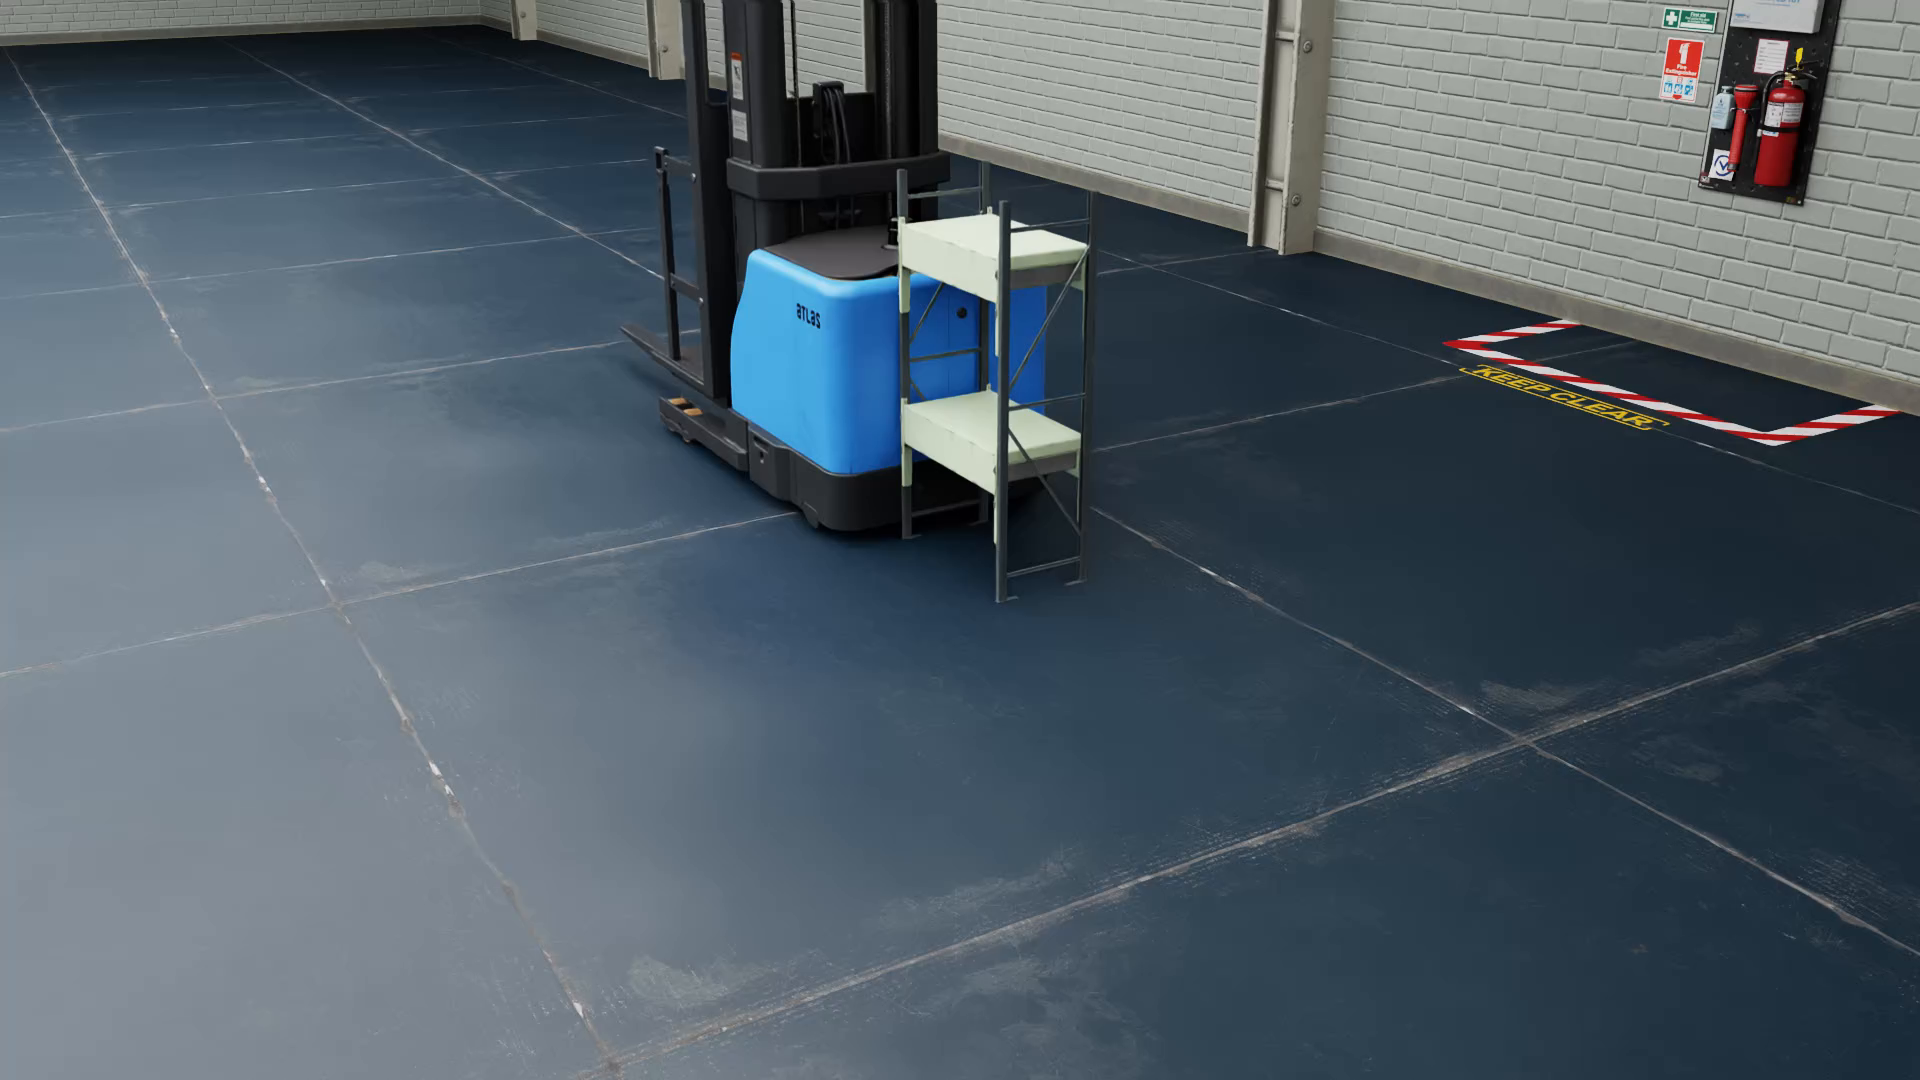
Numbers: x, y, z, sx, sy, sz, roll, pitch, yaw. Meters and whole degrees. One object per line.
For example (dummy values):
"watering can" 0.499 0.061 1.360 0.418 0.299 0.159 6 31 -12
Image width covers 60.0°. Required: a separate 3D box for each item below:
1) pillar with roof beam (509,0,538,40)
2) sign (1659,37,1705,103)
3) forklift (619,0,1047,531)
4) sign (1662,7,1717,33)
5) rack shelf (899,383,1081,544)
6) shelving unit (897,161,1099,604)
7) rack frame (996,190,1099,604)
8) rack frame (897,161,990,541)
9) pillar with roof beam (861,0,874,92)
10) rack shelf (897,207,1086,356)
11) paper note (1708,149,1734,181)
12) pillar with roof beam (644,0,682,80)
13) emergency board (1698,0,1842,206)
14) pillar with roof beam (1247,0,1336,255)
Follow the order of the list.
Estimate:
"pillar with roof beam" -10.578 -11.277 22.606 9.100 9.000 0.400 -13 25 -28
"sign" 3.960 -2.580 9.127 0.001 0.329 0.234 -13 25 -28
"forklift" -0.809 -1.902 7.598 1.130 2.935 3.031 -13 25 -28
"sign" 3.954 -2.822 9.019 0.001 0.109 0.331 -13 25 -28
"rack shelf" 0.126 -0.313 6.454 0.431 0.370 0.720 -13 25 -28
"shelving unit" 0.126 -0.615 6.332 0.431 1.500 0.755 -13 25 -28
"rack frame" 0.312 -0.496 6.040 0.400 1.500 0.023 -13 25 -28
"rack frame" -0.060 -0.733 6.623 0.400 1.500 0.023 -13 25 -28
"pillar with roof beam" -4.448 -7.393 13.049 9.100 9.000 0.400 -13 25 -28
"rack shelf" 0.126 -0.976 6.185 0.431 0.370 0.720 -13 25 -28
"paper note" 4.122 -2.027 8.984 0.016 0.148 0.142 -13 25 -28
"pillar with roof beam" -7.513 -9.335 17.827 9.100 9.000 0.400 -13 25 -28
"emergency board" 4.153 -2.364 8.645 0.194 1.169 0.643 -13 25 -28
"pillar with roof beam" -1.383 -5.450 8.270 9.100 9.000 0.400 -13 25 -28
